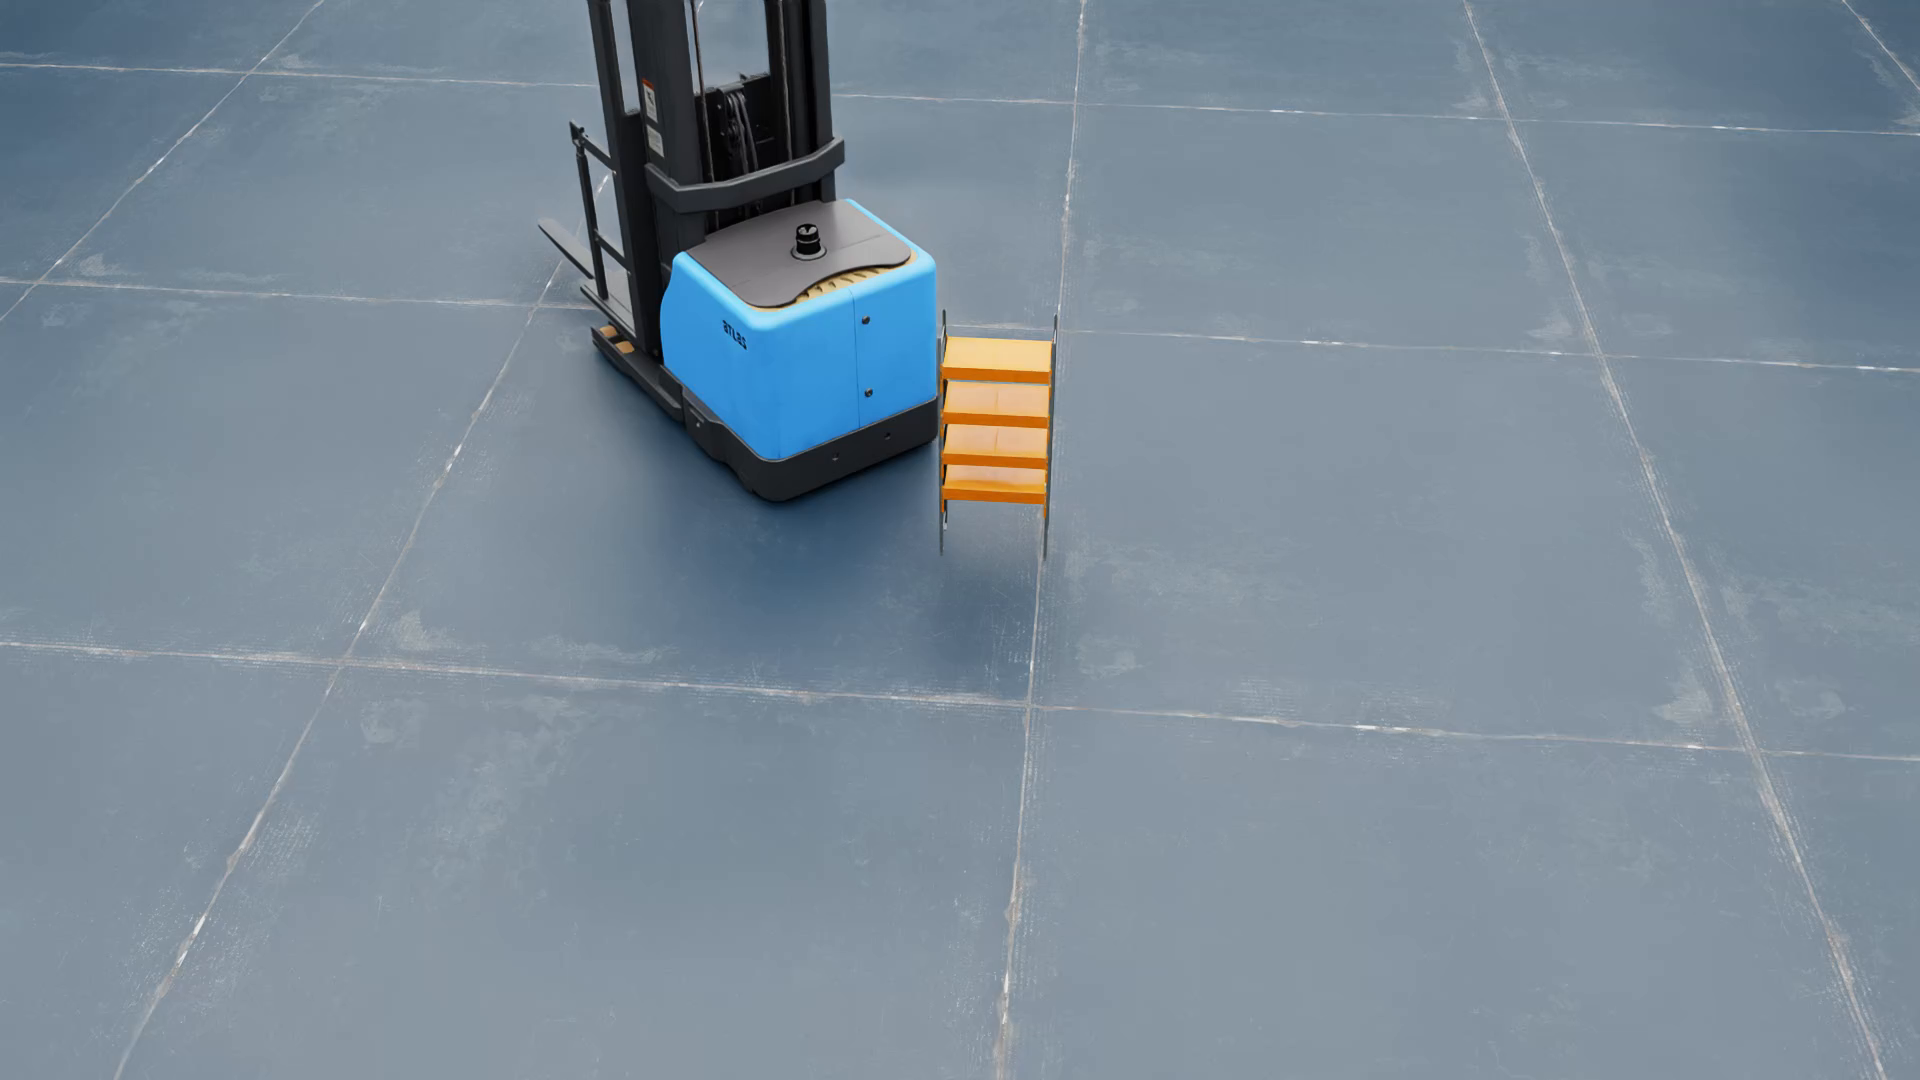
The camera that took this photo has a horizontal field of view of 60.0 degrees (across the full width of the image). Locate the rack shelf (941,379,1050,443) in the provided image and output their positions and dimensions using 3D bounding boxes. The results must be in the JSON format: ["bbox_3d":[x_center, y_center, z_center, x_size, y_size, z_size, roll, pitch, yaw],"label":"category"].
[{"bbox_3d":[0.165,-0.578,7.432,0.480,0.148,0.258,3,39,4],"label":"rack shelf"}]

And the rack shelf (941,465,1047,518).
[{"bbox_3d":[0.165,-0.250,7.698,0.480,0.148,0.258,3,39,4],"label":"rack shelf"}]

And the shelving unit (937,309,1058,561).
[{"bbox_3d":[0.165,-0.456,7.531,0.503,1.200,0.258,3,39,4],"label":"shelving unit"}]

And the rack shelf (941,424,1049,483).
[{"bbox_3d":[0.165,-0.404,7.573,0.480,0.148,0.258,3,39,4],"label":"rack shelf"}]

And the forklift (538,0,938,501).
[{"bbox_3d":[-1.364,-2.211,8.315,1.130,2.935,3.031,-24,45,-27],"label":"forklift"}]

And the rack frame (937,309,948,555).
[{"bbox_3d":[-0.078,-0.470,7.547,0.015,1.200,0.240,3,39,4],"label":"rack frame"}]

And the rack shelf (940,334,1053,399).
[{"bbox_3d":[0.165,-0.761,7.283,0.480,0.148,0.258,3,39,4],"label":"rack shelf"}]

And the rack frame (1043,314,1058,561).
[{"bbox_3d":[0.408,-0.443,7.514,0.015,1.200,0.240,3,39,4],"label":"rack frame"}]
